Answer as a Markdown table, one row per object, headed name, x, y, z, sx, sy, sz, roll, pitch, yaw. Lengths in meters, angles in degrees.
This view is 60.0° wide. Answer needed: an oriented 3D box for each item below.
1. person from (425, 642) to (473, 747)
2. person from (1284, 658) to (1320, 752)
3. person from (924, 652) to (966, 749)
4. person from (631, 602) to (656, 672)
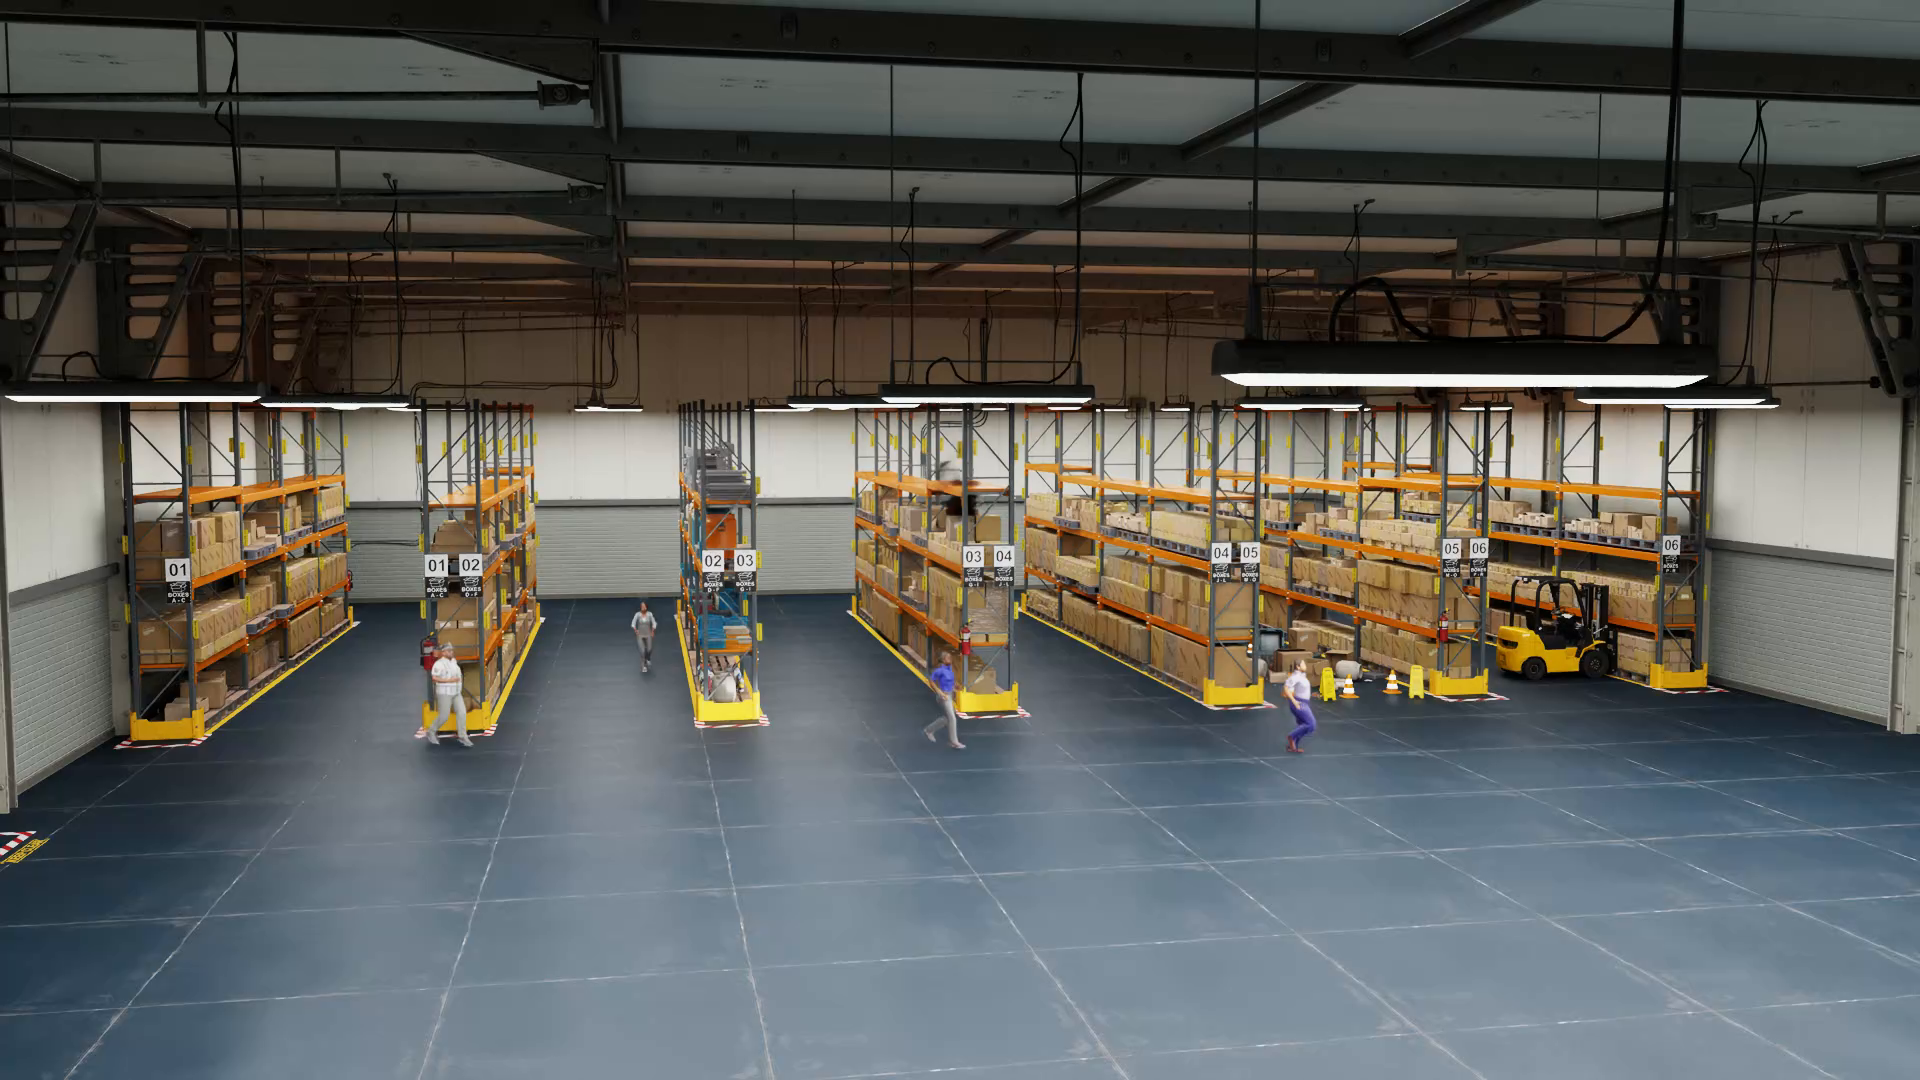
| name | x | y | z | sx | sy | sz | roll | pitch | yaw |
| --- | --- | --- | --- | --- | --- | --- | --- | --- | --- |
| person | -8.827 | 2.659 | 28.697 | 0.871 | 1.809 | 0.667 | 2 | 5 | 25 |
| person | 5.779 | 2.798 | 28.042 | 0.559 | 1.599 | 0.593 | 2 | 5 | 21 |
| person | -0.281 | 2.743 | 28.560 | 0.808 | 1.643 | 0.583 | 2 | 5 | 21 |
| person | -7.021 | 2.155 | 36.935 | 0.553 | 1.563 | 0.533 | -1 | 4 | -13 |
